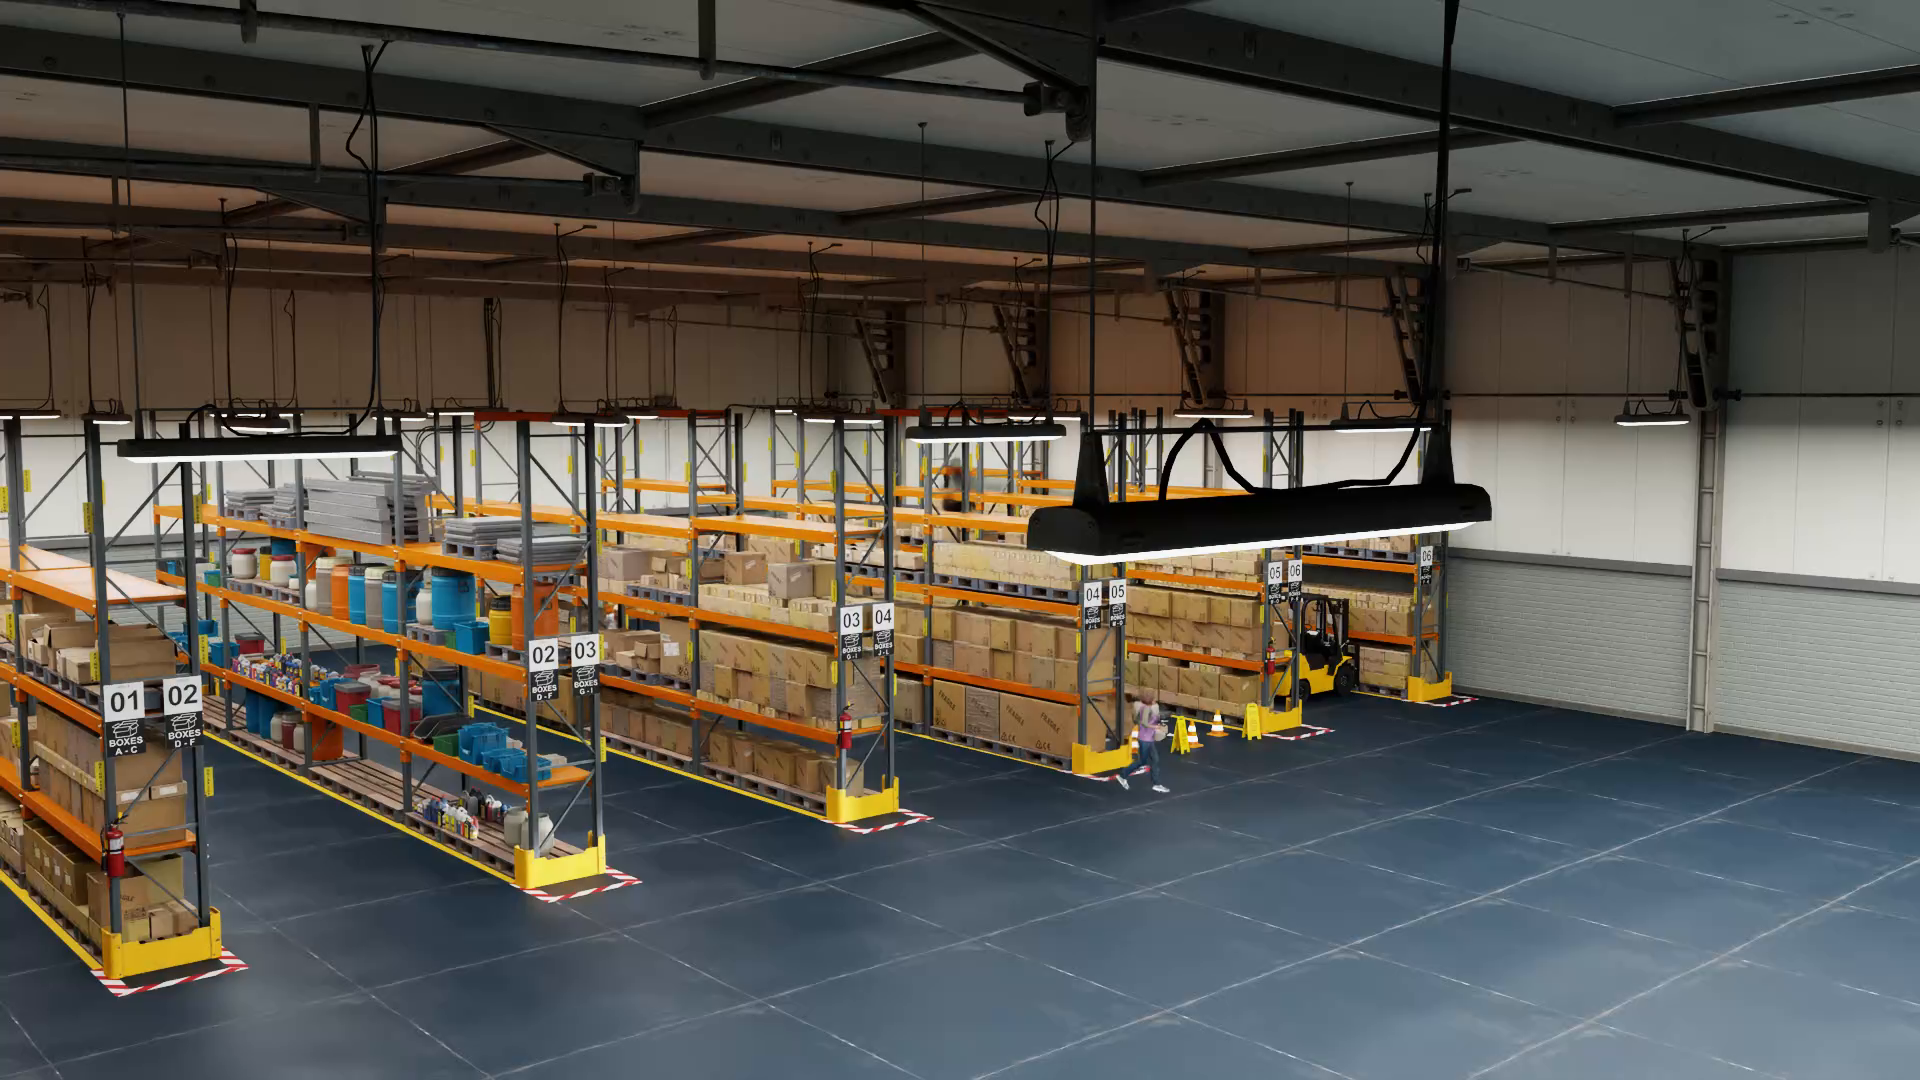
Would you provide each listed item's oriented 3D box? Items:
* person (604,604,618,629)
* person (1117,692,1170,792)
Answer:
[{"bbox_3d":[-7.799,2.256,37.115,0.706,1.727,1.040,-5,7,-44],"label":"person"},{"bbox_3d":[2.940,3.209,26.560,0.843,1.573,0.552,1,5,9],"label":"person"}]
